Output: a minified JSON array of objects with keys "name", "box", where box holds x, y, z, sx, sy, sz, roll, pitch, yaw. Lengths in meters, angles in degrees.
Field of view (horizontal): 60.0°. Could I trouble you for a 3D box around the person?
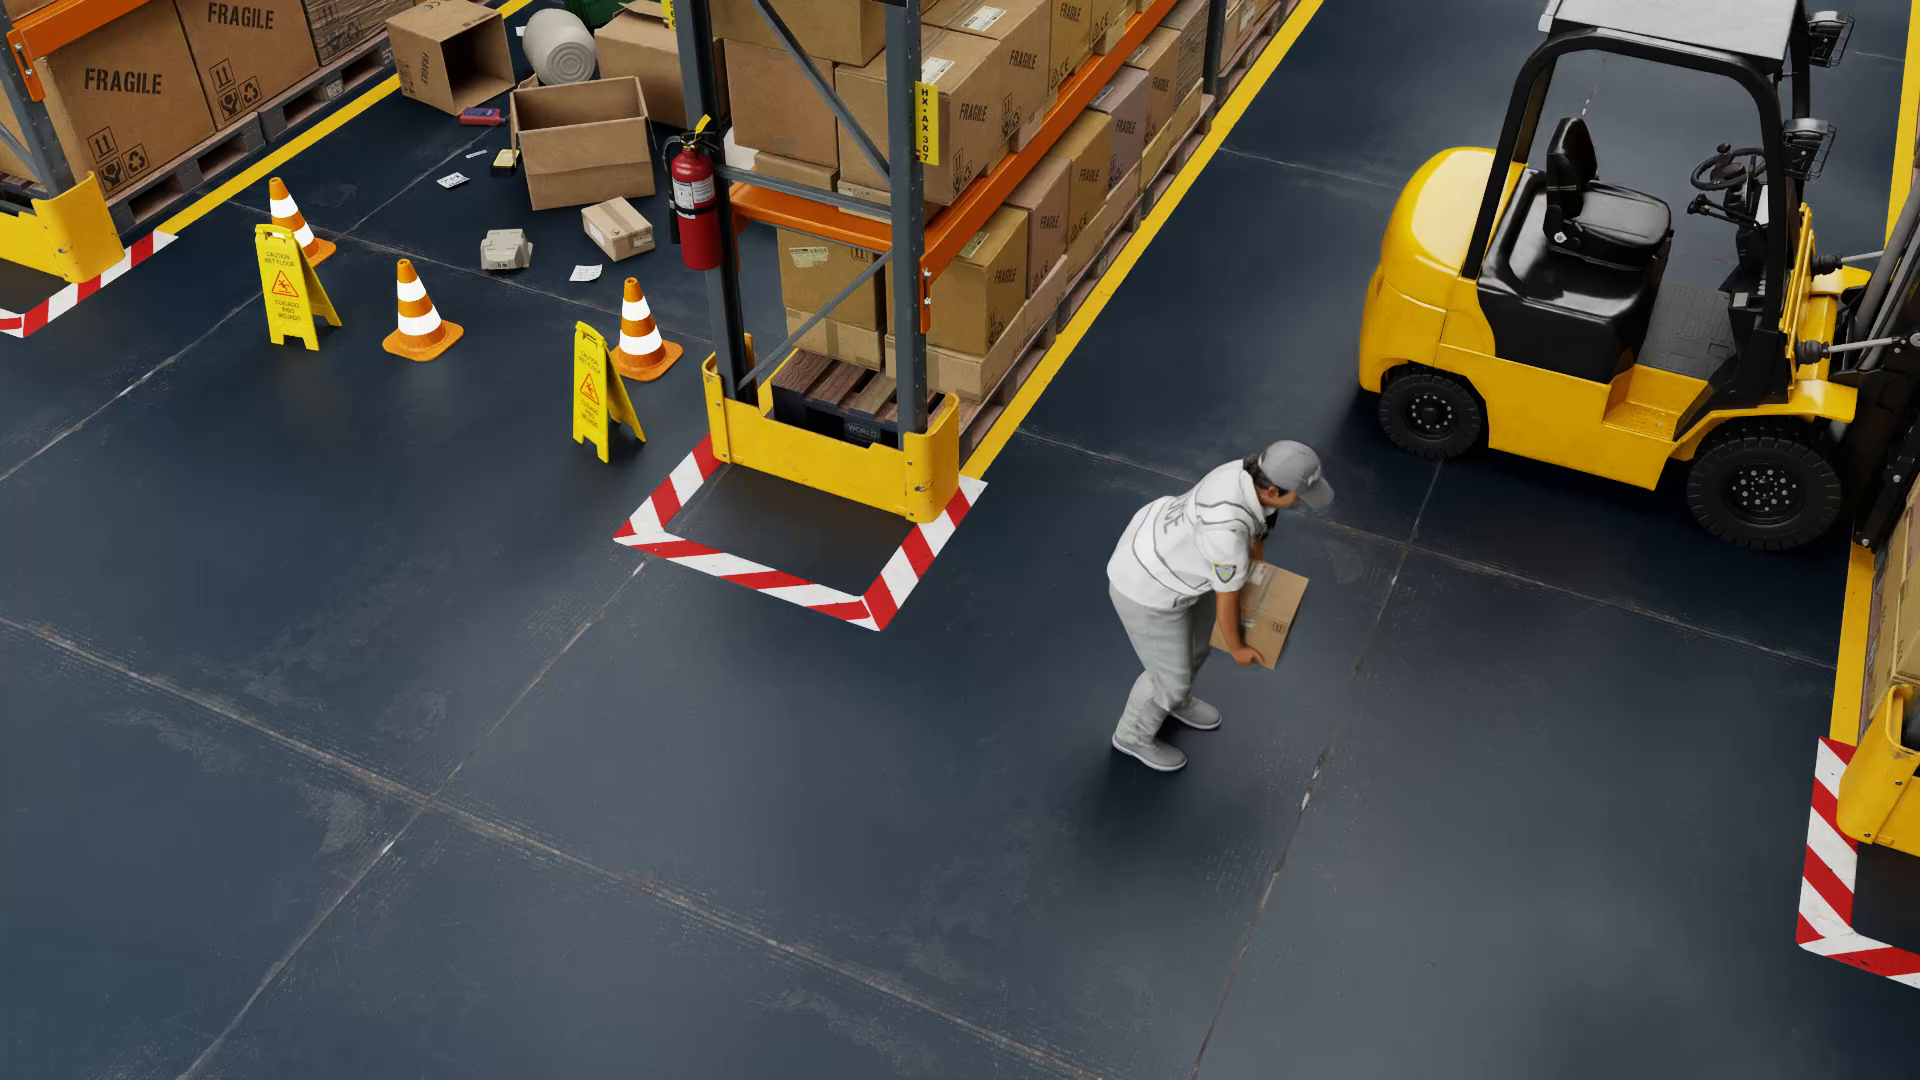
[{"name":"person","box":[0.899,0.213,6.026,0.730,1.536,0.455,17,45,17]}]
